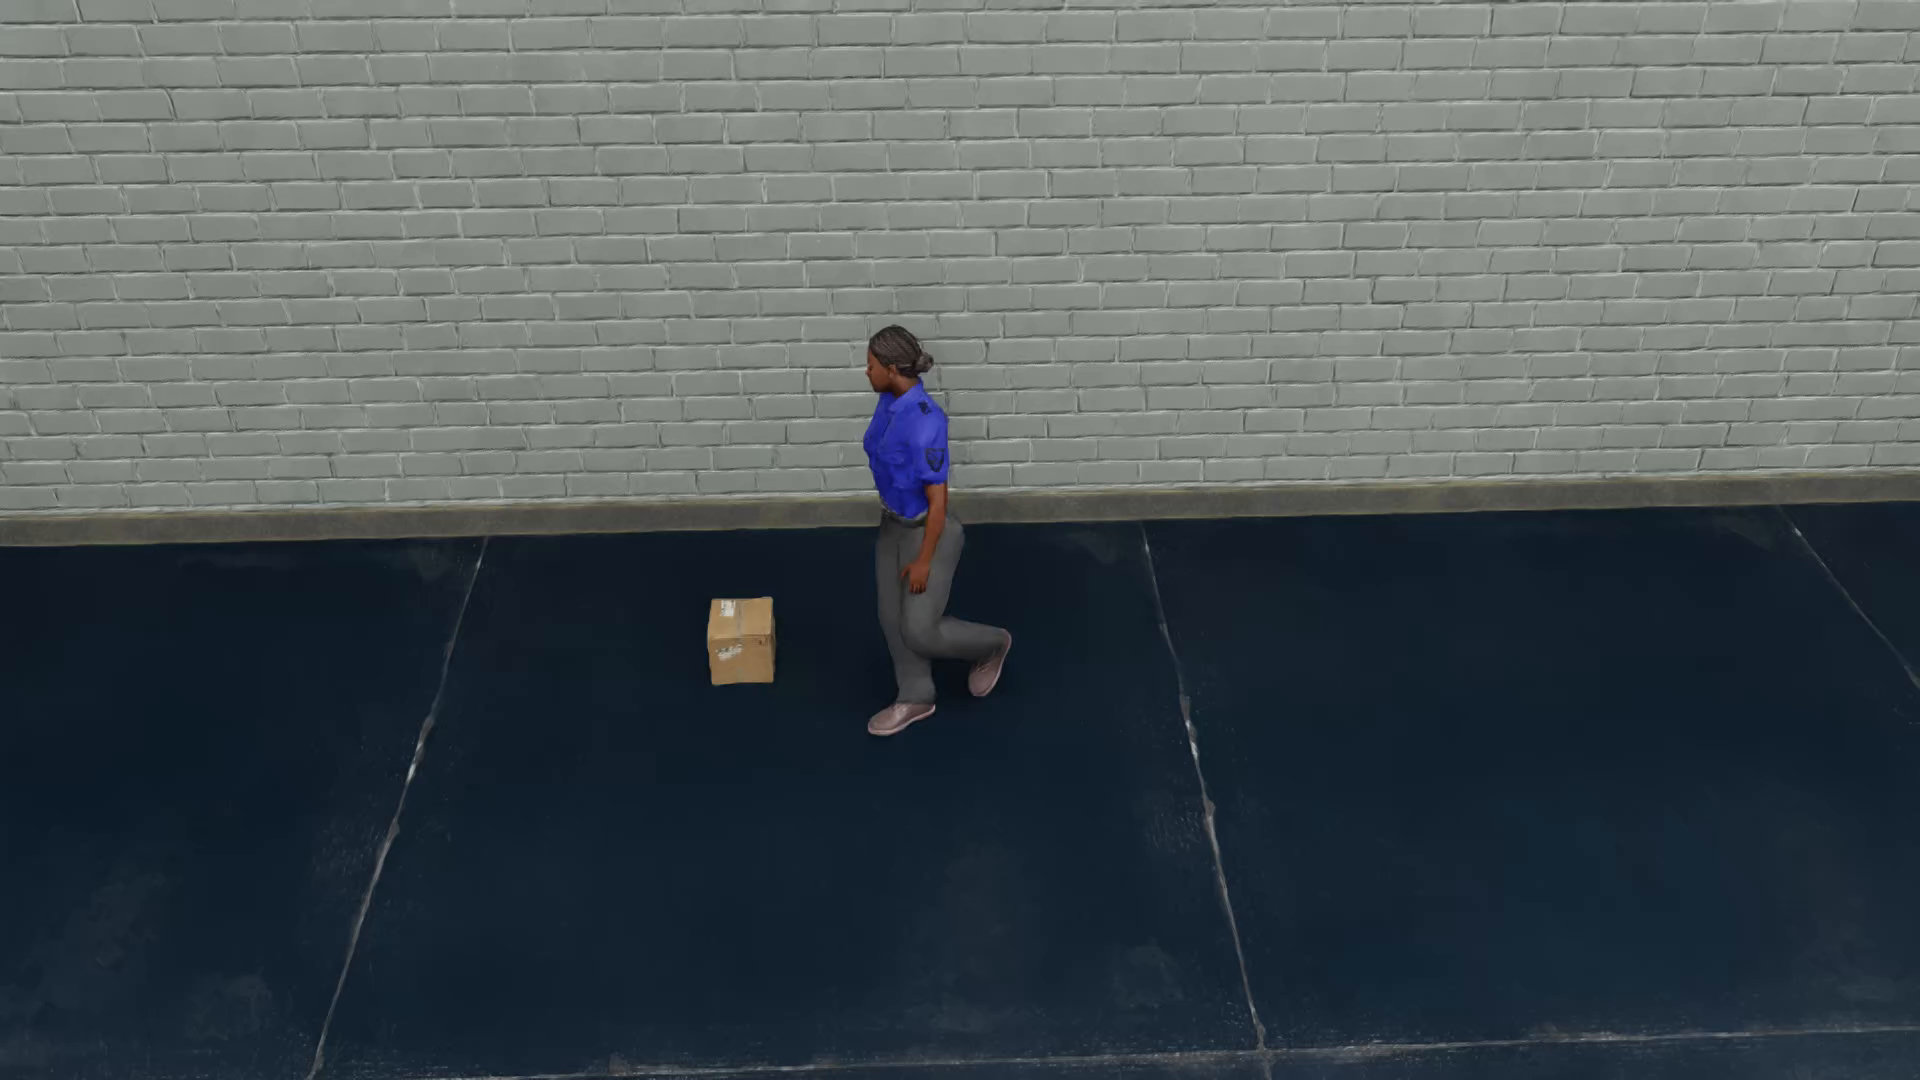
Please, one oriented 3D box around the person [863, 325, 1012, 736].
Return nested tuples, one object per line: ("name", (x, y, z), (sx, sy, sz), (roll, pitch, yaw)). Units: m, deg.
("person", (-0.126, -0.038, 6.220), (0.622, 1.629, 0.504), (-17, 39, -22))
